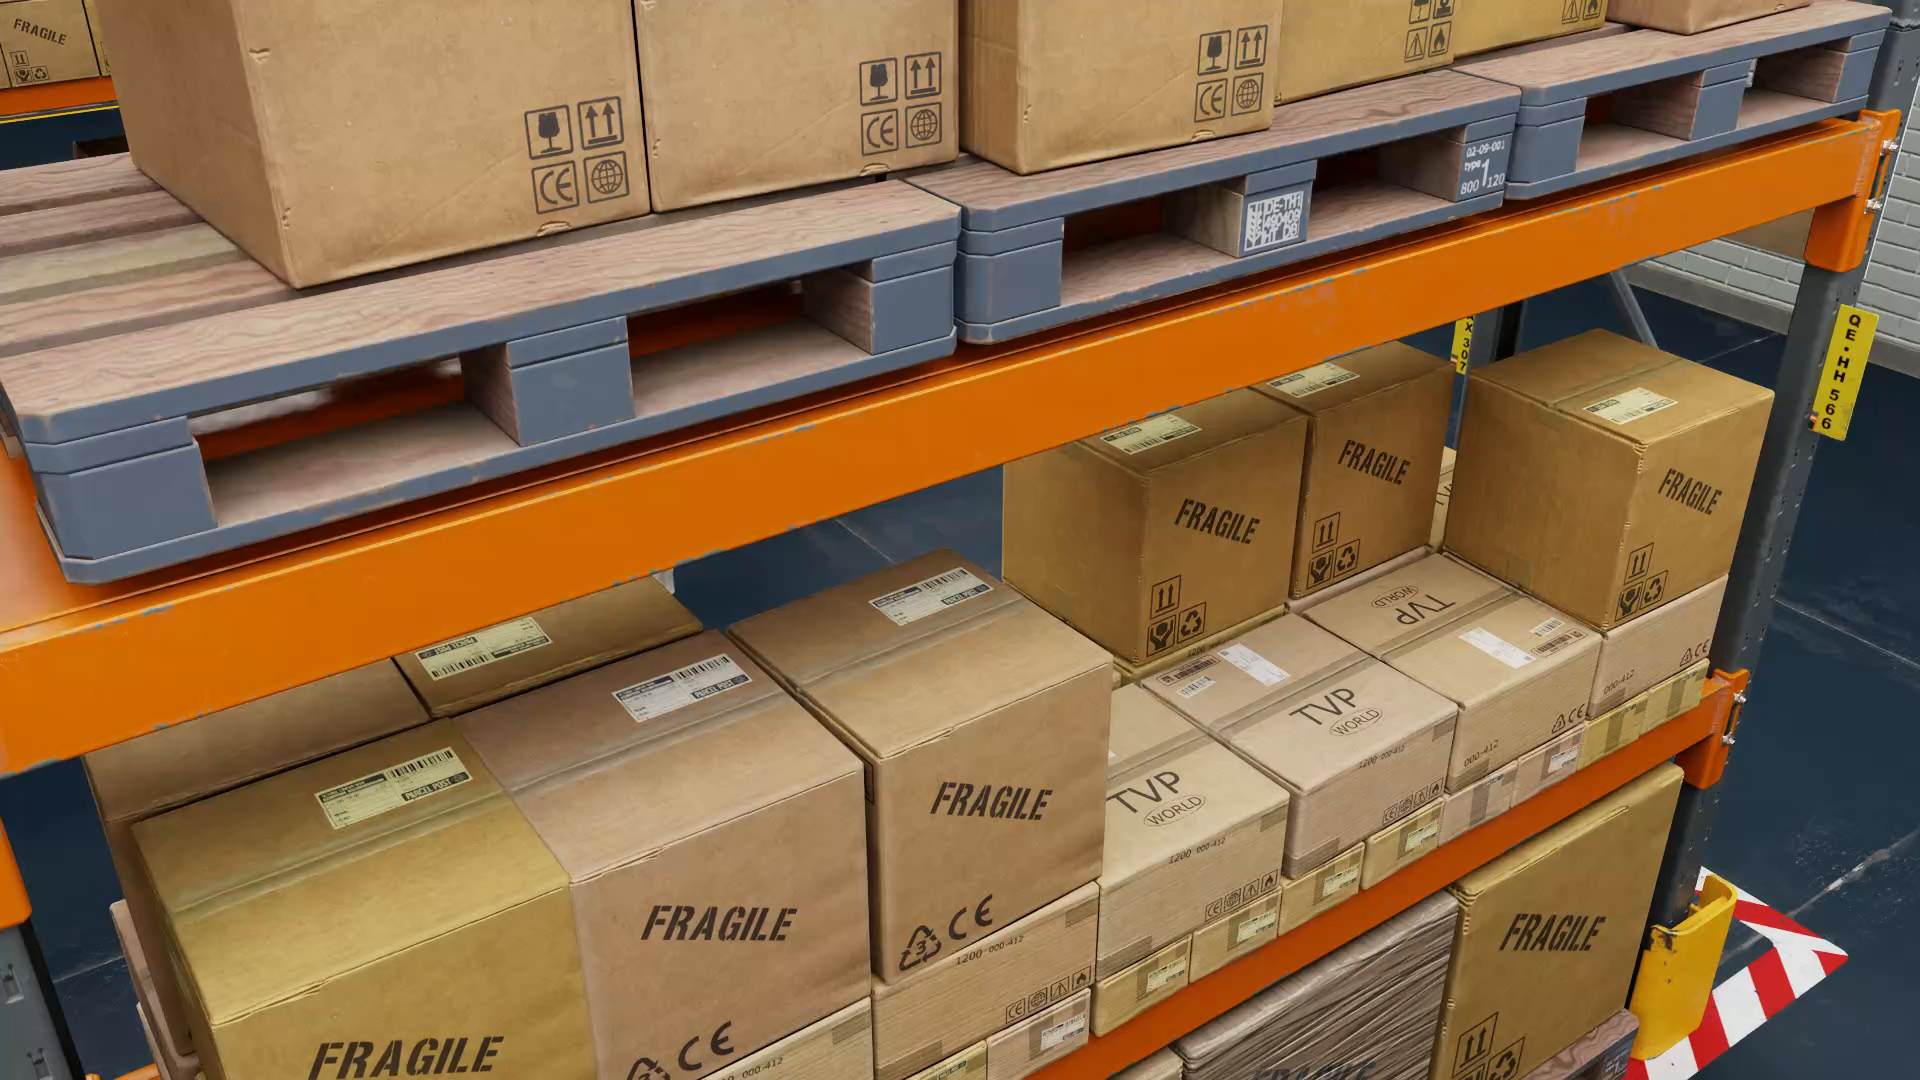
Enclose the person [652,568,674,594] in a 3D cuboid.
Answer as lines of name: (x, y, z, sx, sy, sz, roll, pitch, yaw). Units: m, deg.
person: (-1.190, 0.210, 5.734, 0.371, 1.666, 0.547, -21, 35, -33)
